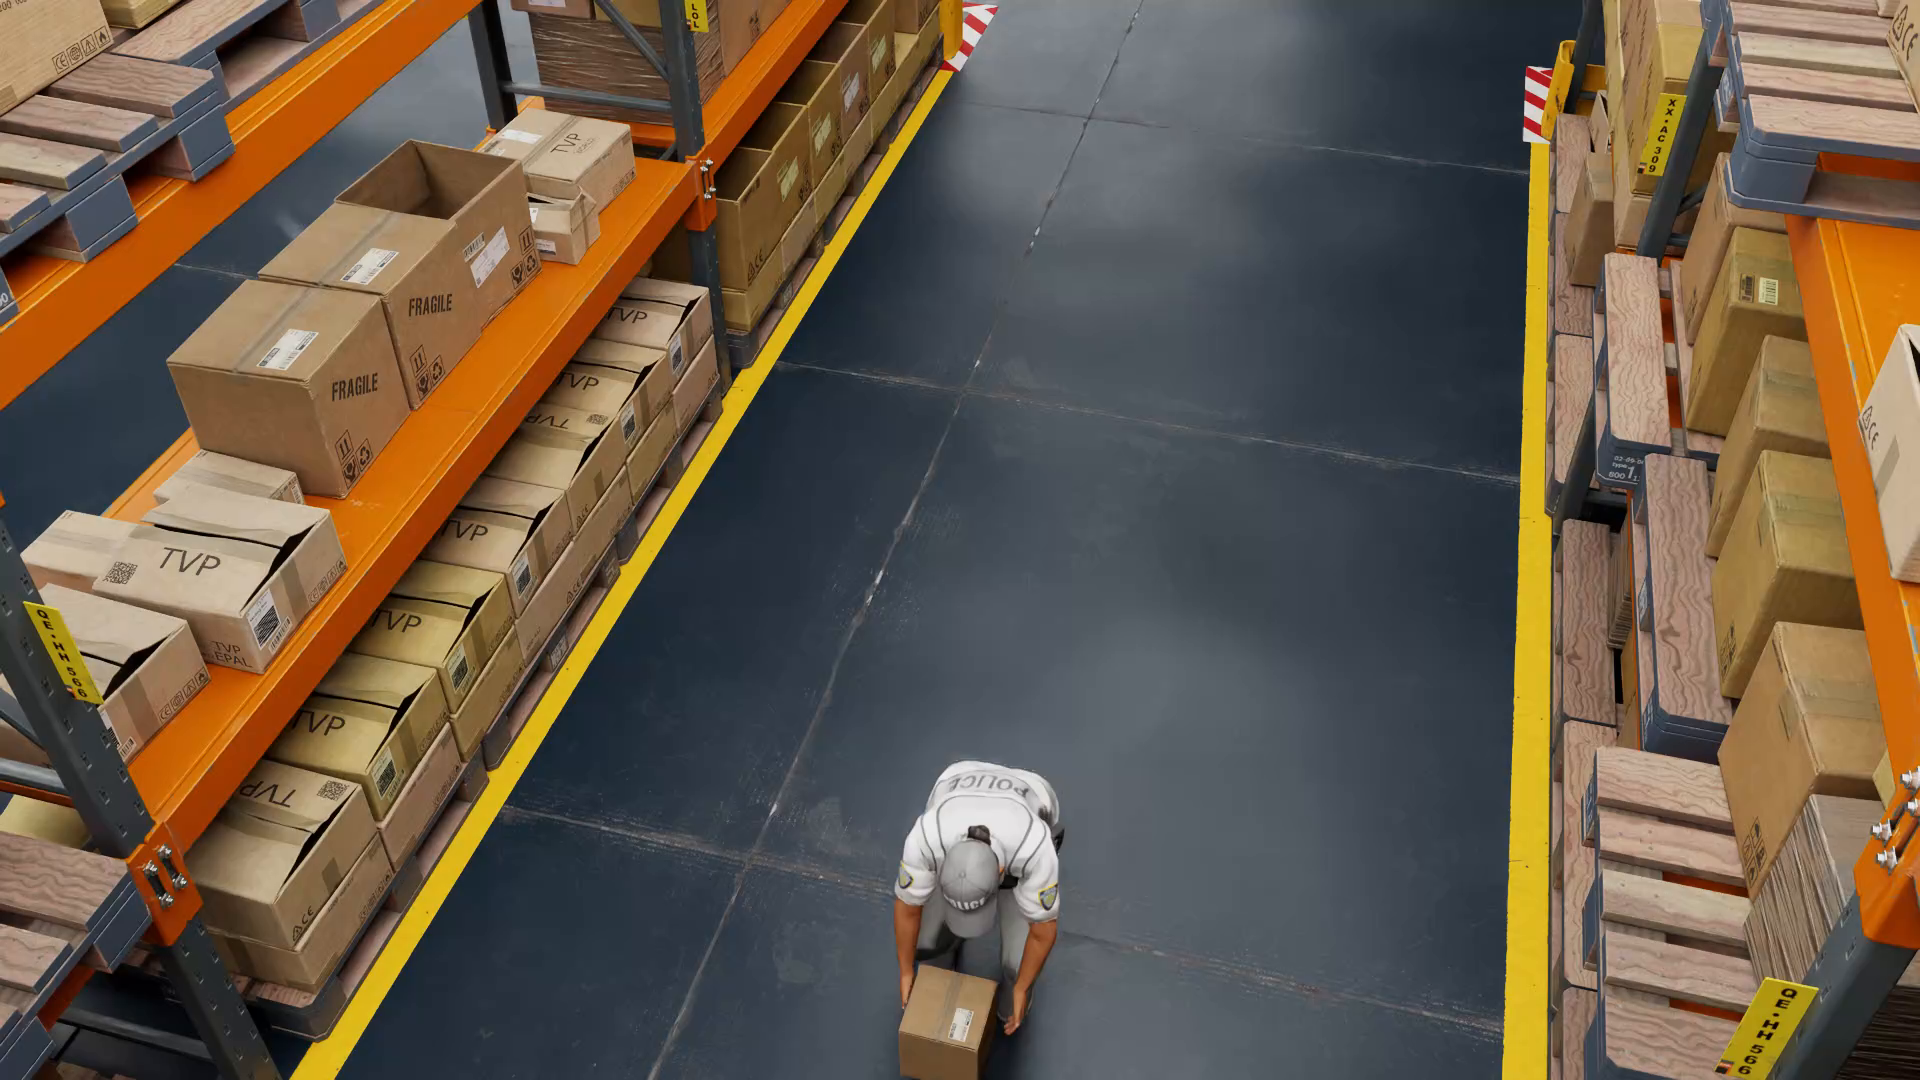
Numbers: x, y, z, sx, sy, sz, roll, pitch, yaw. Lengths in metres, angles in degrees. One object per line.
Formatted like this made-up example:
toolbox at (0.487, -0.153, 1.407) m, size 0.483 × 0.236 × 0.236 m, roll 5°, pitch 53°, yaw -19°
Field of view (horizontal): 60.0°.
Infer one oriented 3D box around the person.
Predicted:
person at (0.080, 1.117, 5.311) m, size 0.537 × 1.108 × 0.826 m, roll 10°, pitch 42°, yaw 11°
